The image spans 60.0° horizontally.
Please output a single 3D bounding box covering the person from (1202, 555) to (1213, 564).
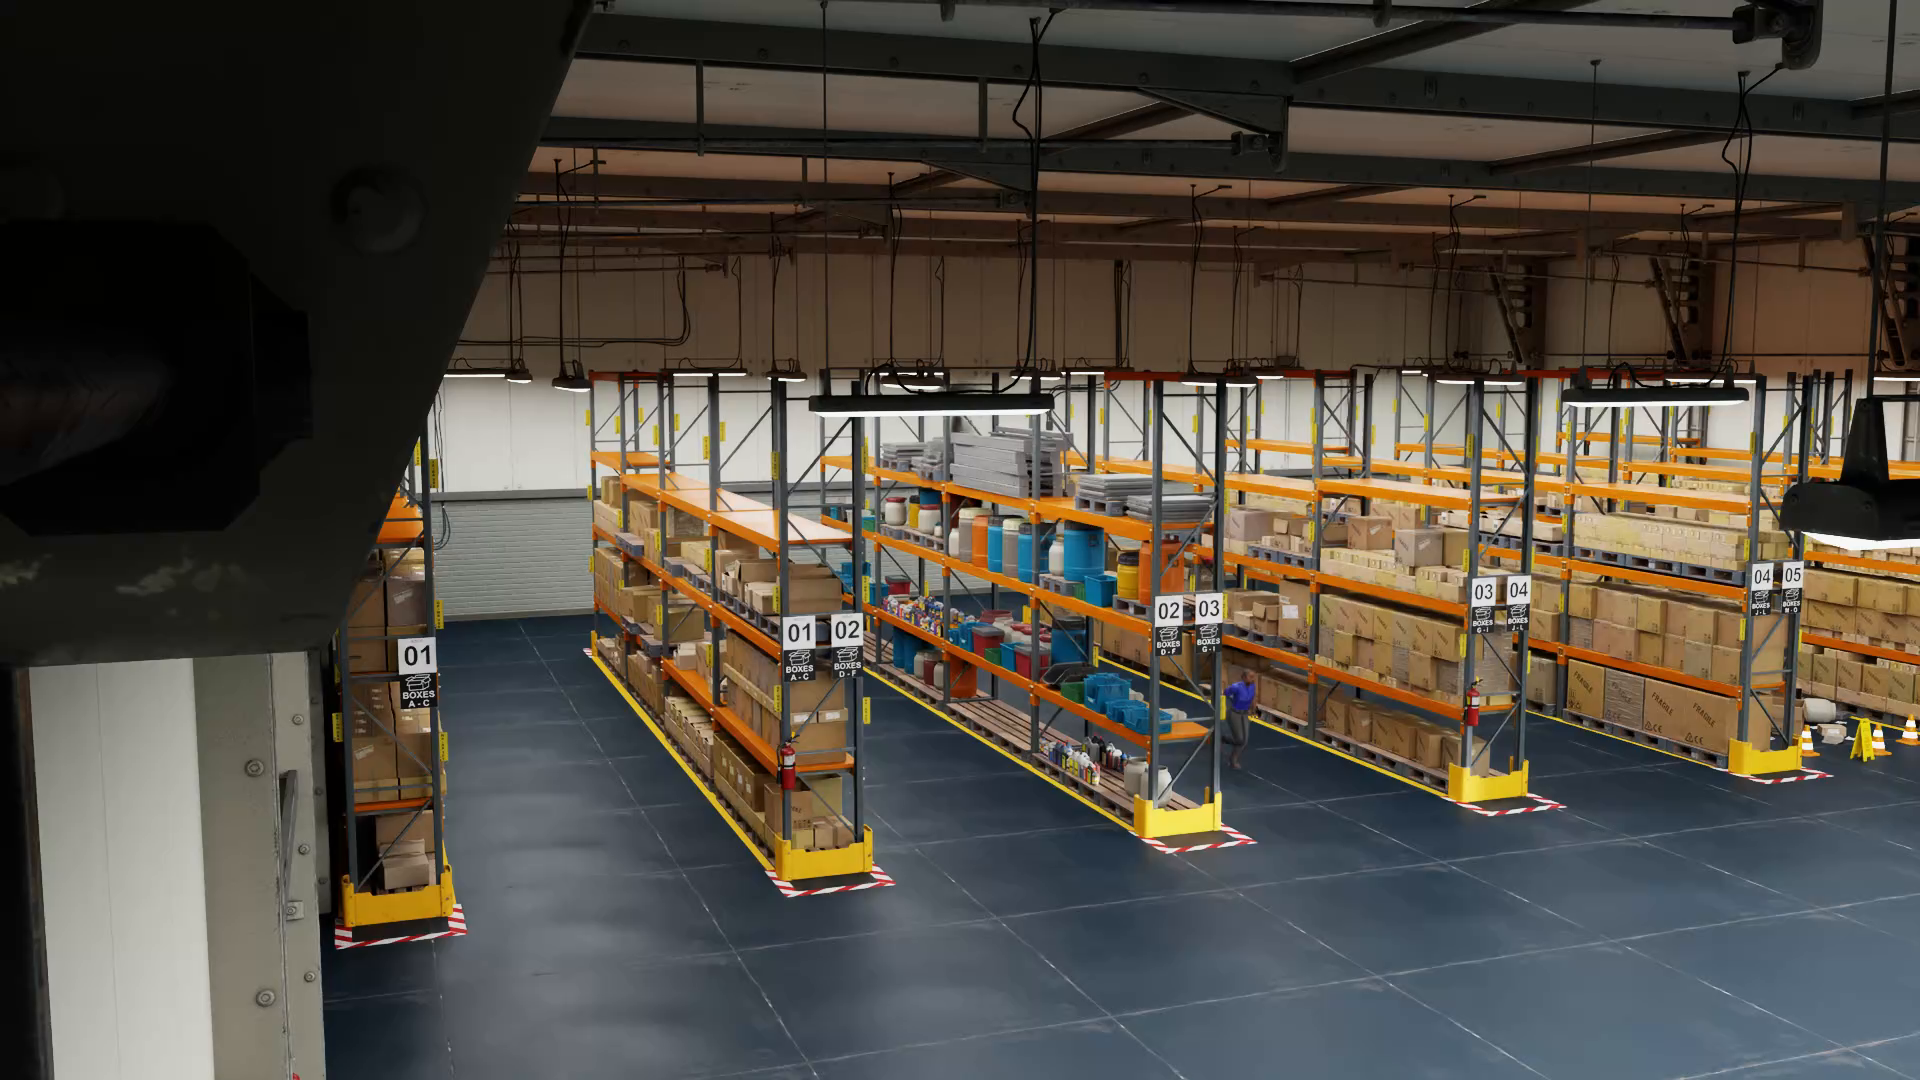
[{"bbox_3d":[5.971,0.920,41.310,0.543,1.697,0.685,-1,6,-10],"label":"person"}]

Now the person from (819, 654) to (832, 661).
[{"bbox_3d":[-2.699,1.913,32.608,0.592,1.616,0.761,-3,7,-22],"label":"person"}]

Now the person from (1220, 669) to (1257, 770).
[{"bbox_3d":[4.254,2.725,25.517,0.565,1.591,0.704,-5,8,-36],"label":"person"}]

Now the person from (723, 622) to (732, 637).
[{"bbox_3d":[-4.693,1.659,34.160,0.666,1.744,0.631,-4,8,-33],"label":"person"}]
